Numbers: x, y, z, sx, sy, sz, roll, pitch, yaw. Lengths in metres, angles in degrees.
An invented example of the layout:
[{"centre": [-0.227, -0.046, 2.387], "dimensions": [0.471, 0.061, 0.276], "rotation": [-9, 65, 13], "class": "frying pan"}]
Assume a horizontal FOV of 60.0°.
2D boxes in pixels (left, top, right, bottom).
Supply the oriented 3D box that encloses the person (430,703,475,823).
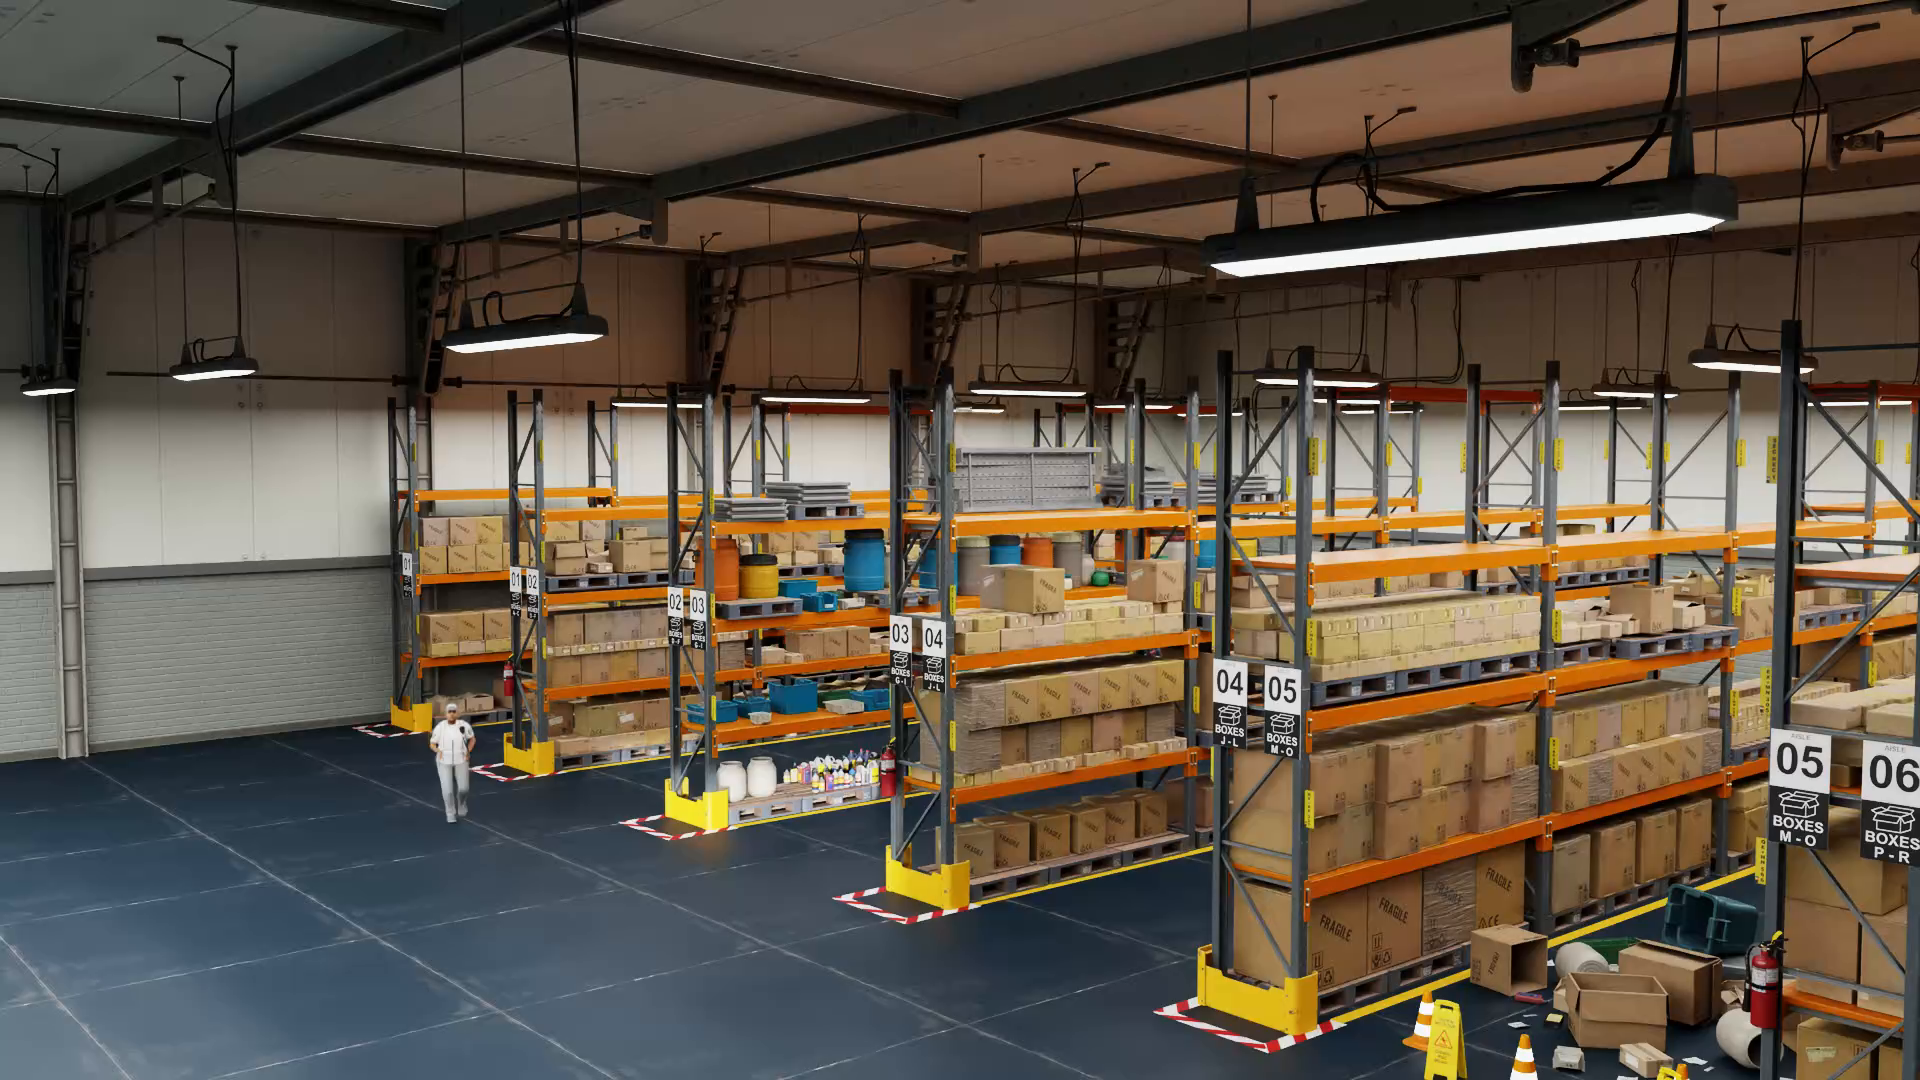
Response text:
[{"centre": [-6.890, 3.032, 22.611], "dimensions": [0.599, 1.620, 0.561], "rotation": [-1, 4, -18], "class": "person"}]
